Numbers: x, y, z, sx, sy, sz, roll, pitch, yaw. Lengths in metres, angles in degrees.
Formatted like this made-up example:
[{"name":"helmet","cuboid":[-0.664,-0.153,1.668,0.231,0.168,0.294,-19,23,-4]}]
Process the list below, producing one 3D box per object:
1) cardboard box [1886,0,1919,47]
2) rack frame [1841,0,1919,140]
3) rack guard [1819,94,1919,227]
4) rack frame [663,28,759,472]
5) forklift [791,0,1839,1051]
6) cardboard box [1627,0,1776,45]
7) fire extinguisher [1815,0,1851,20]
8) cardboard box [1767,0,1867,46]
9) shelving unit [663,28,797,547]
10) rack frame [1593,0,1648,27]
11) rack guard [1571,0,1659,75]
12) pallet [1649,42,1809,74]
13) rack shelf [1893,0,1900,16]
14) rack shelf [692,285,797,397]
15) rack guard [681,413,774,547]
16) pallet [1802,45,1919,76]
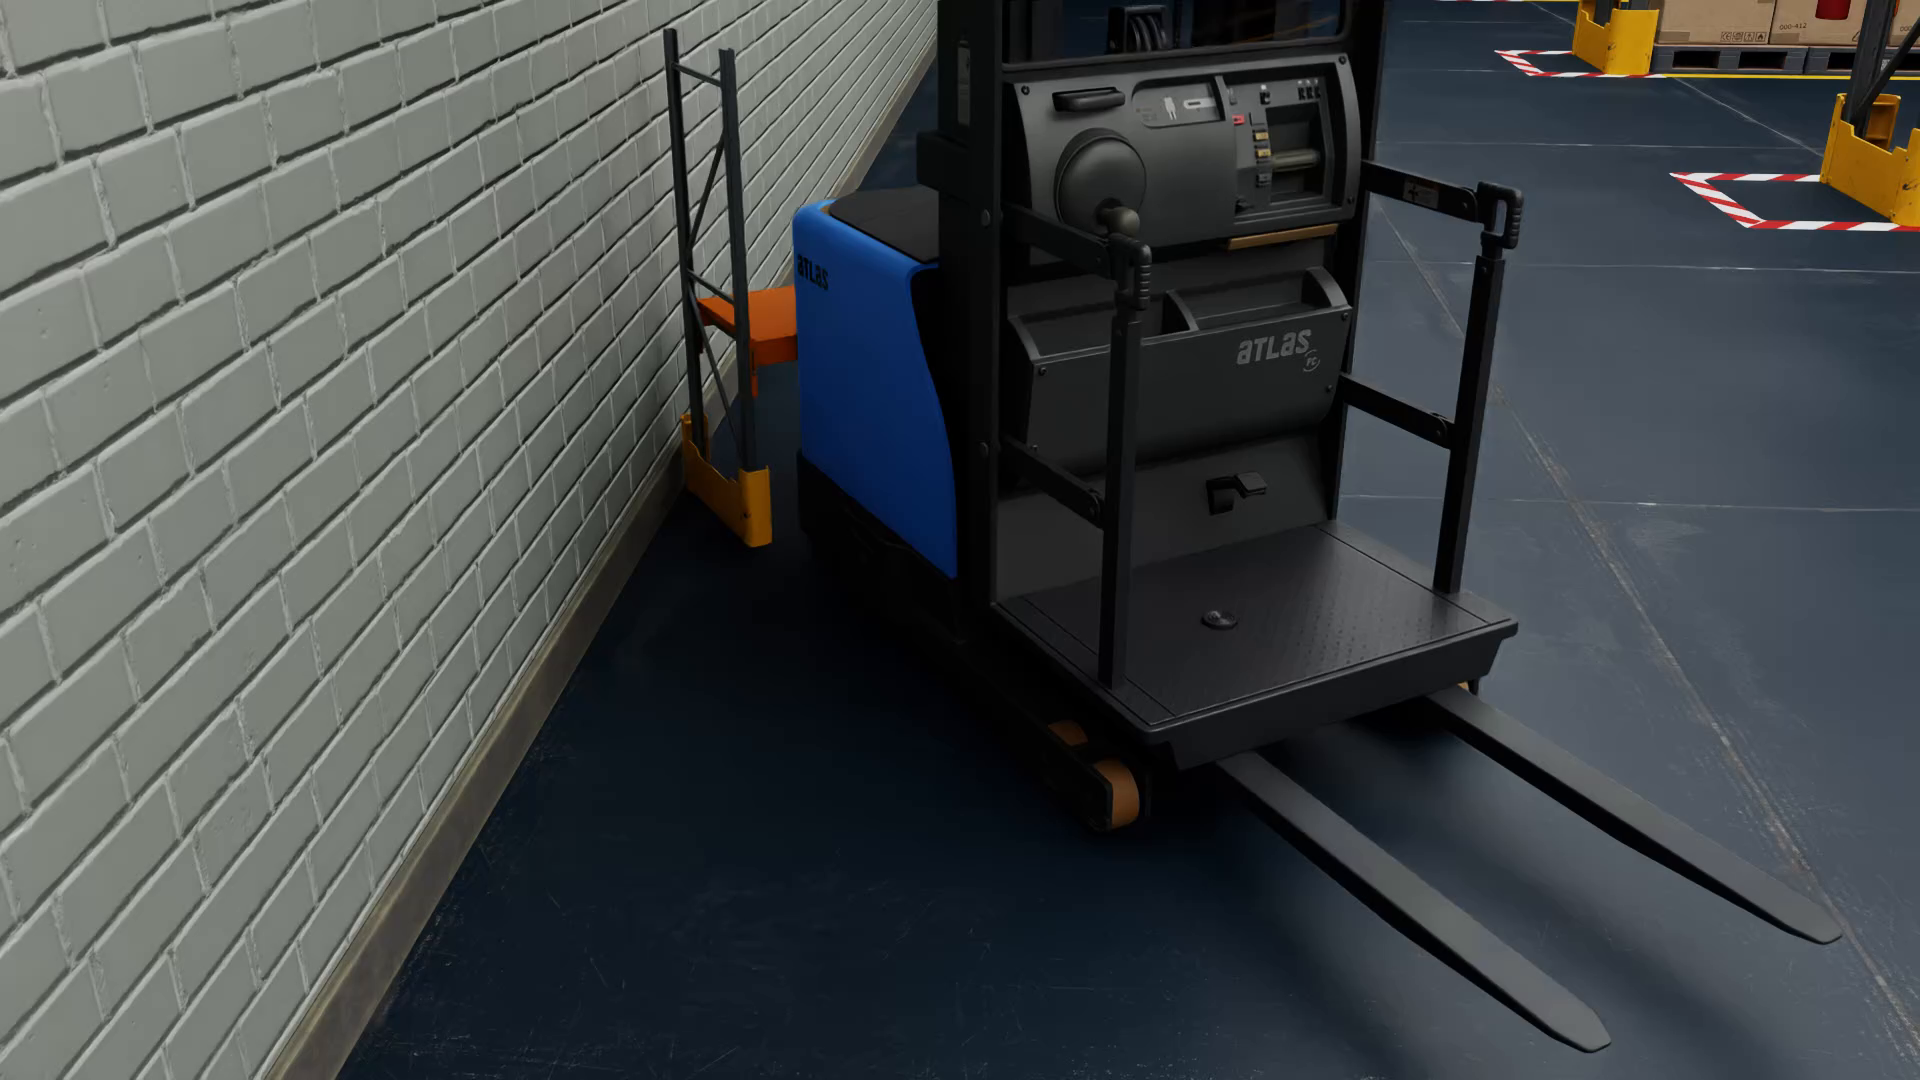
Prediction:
[{"name":"cardboard box","cuboid":[7.923,-4.335,13.645,0.875,0.438,0.875,1,25,2]},{"name":"rack frame","cuboid":[5.167,-3.276,8.782,0.127,3.000,1.000,2,25,4]},{"name":"rack guard","cuboid":[5.242,-2.138,9.299,0.348,0.500,1.175,2,25,4]},{"name":"rack frame","cuboid":[-0.760,-0.772,5.135,0.032,1.500,0.500,-13,28,-27]},{"name":"forklift","cuboid":[0.640,-0.885,3.666,1.130,2.935,3.031,-13,28,-26]},{"name":"cardboard box","cuboid":[6.111,-4.390,13.765,0.875,0.438,0.875,1,25,2]},{"name":"fire extinguisher","cuboid":[4.951,-3.272,9.312,0.183,0.674,0.296,2,25,4]},{"name":"cardboard box","cuboid":[7.024,-4.364,13.709,0.875,0.438,0.875,2,25,5]},{"name":"shelving unit","cuboid":[-0.326,-0.876,5.359,1.083,1.500,0.587,-13,28,-27]},{"name":"rack frame","cuboid":[5.445,-5.343,13.273,0.127,3.000,1.000,2,25,4]},{"name":"rack guard","cuboid":[5.421,-4.208,13.797,0.348,0.500,1.175,2,25,4]},{"name":"pallet","cuboid":[6.248,-4.083,13.871,1.213,0.211,1.003,2,25,4]},{"name":"rack shelf","cuboid":[7.161,-2.886,8.793,4.000,0.370,1.077,2,25,4]},{"name":"rack shelf","cuboid":[-0.318,-0.714,5.438,1.000,0.185,0.538,-13,28,-27]},{"name":"rack guard","cuboid":[-0.759,-0.205,5.396,0.087,0.250,0.587,-13,28,-27]},{"name":"pallet","cuboid":[7.461,-4.043,13.783,1.213,0.211,1.003,2,25,4]}]
